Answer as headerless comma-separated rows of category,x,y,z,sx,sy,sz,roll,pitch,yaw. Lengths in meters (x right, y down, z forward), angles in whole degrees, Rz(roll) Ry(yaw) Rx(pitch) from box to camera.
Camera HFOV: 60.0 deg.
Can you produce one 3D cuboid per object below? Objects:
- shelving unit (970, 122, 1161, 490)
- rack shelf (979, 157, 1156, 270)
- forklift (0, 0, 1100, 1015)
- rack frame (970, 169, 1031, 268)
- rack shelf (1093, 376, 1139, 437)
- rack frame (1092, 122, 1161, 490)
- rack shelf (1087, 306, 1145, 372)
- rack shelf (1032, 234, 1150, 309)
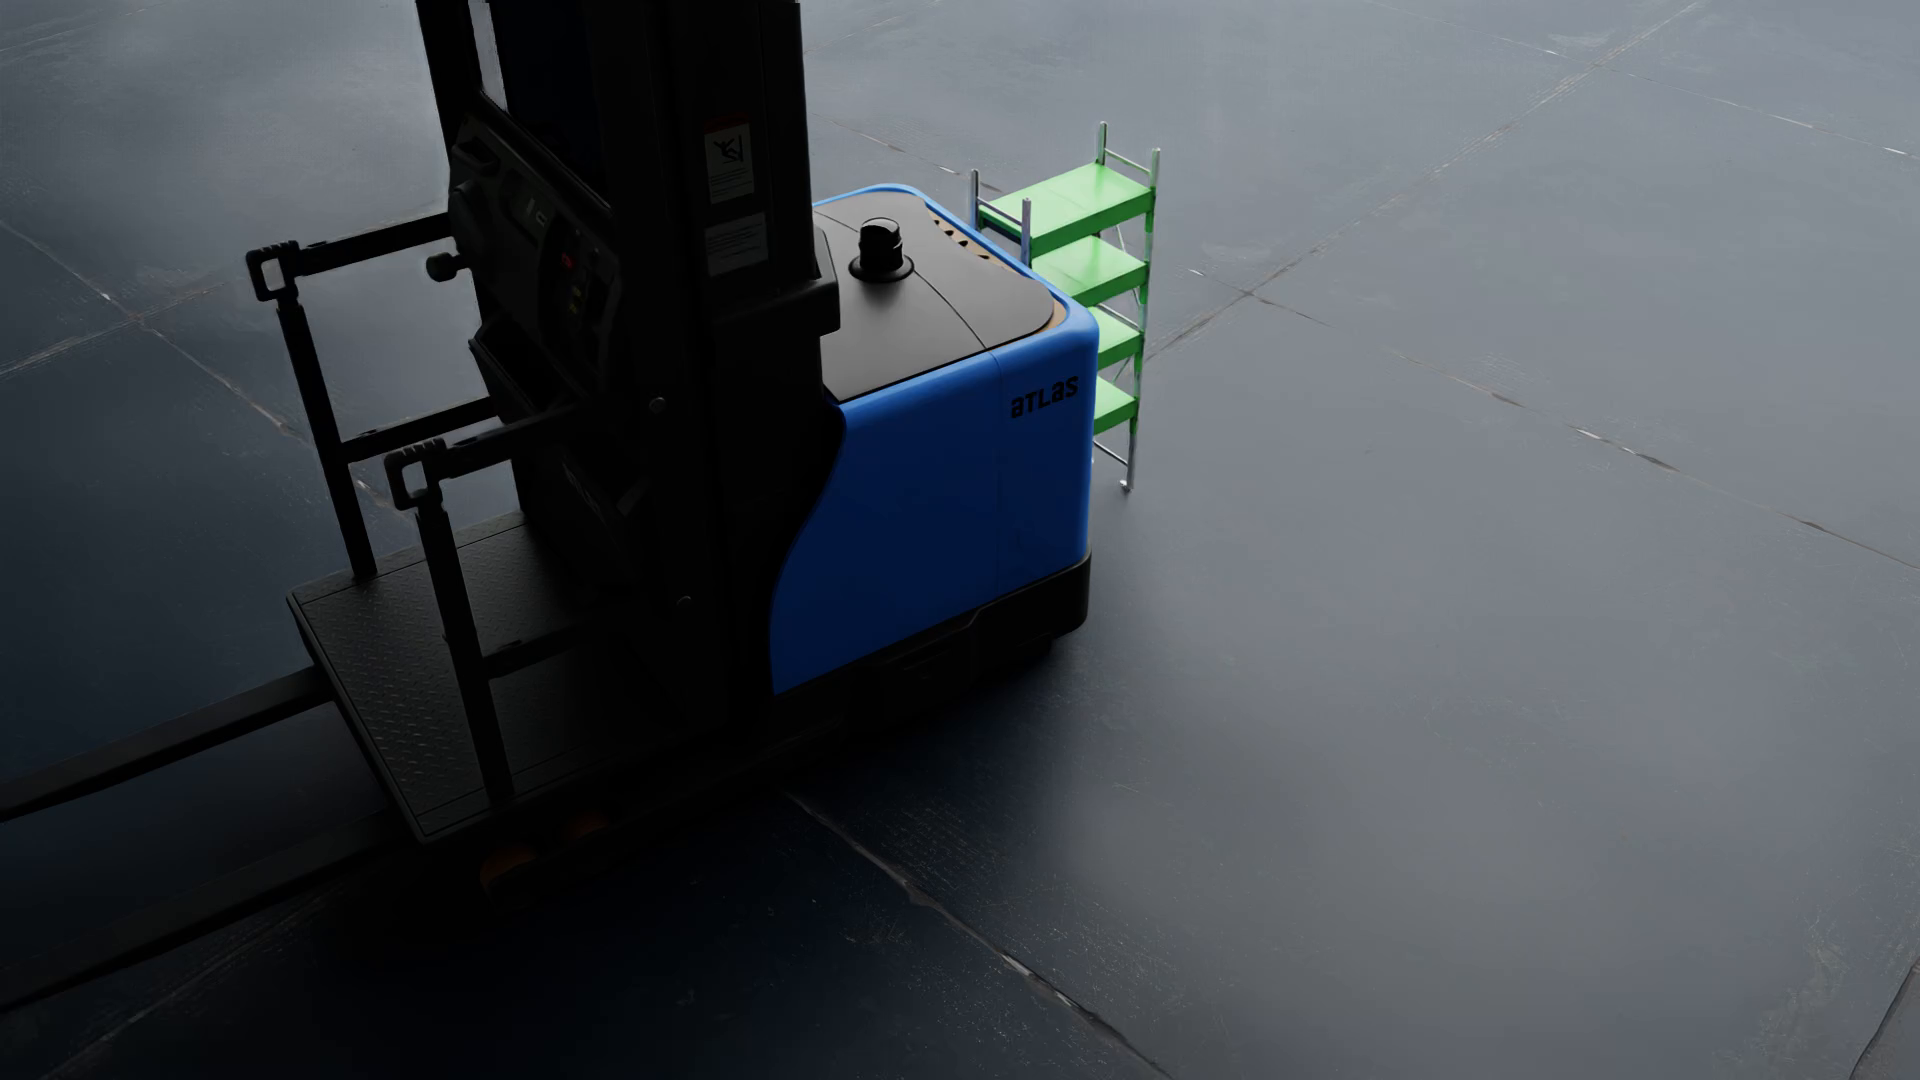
shelving unit,0.300,-0.597,5.037,0.503,1.200,0.258,-27,46,-30
rack shelf,0.300,-0.923,4.778,0.480,0.148,0.258,-27,46,-30
forklift,-1.135,-0.613,3.666,3.031,2.935,1.130,-23,44,-26
rack frame,0.111,-0.501,4.916,0.015,1.200,0.240,-27,46,-30
rack shelf,0.300,-0.359,5.226,0.480,0.148,0.258,-27,46,-30
rack frame,0.489,-0.694,5.158,0.015,1.200,0.240,-27,46,-30
rack shelf,0.300,-0.547,5.077,0.480,0.148,0.258,-27,46,-30
rack shelf,0.300,-0.735,4.928,0.480,0.148,0.258,-27,46,-30
